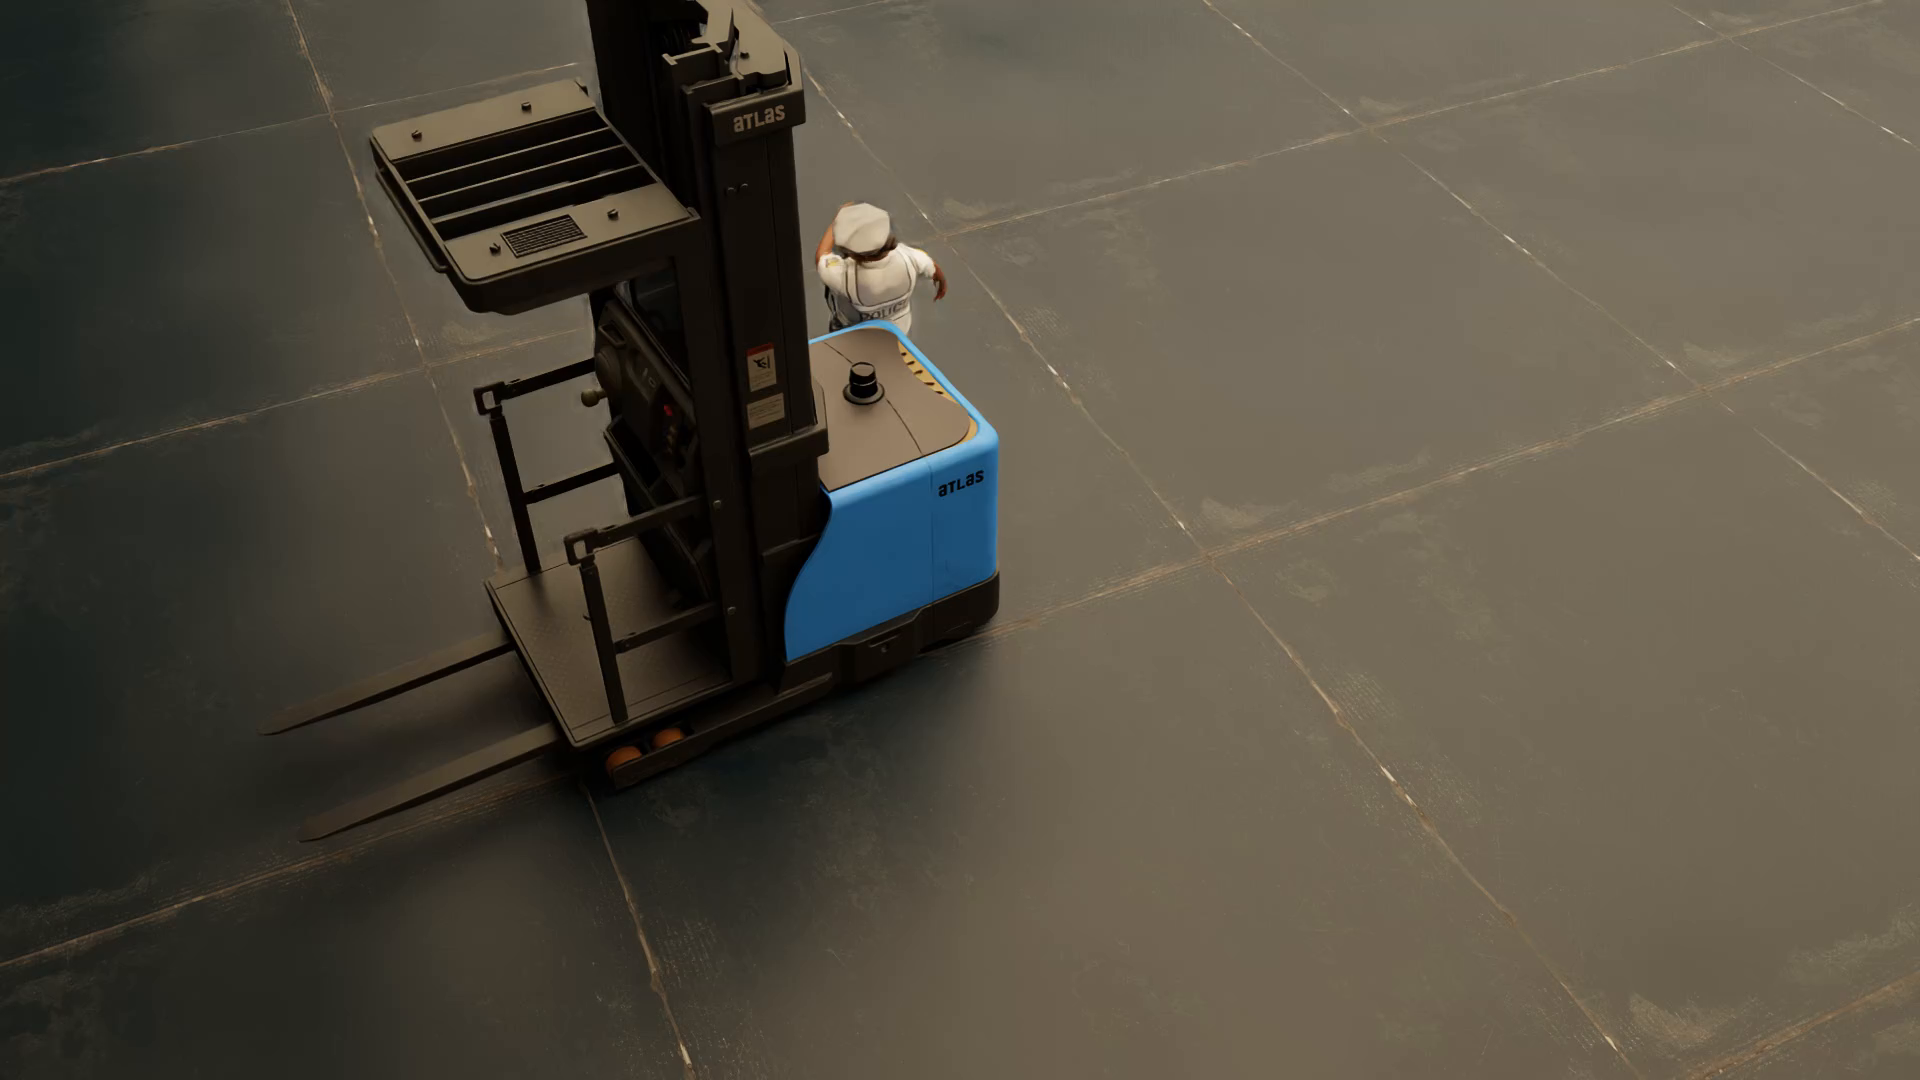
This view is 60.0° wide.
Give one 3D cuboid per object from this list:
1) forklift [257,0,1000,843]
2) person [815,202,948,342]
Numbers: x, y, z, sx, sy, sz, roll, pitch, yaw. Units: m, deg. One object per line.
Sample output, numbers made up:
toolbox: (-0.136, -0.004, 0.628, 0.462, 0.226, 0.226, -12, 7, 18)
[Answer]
forklift: (-1.360, -0.486, 6.201, 3.031, 2.935, 1.130, -22, 47, -22)
person: (-0.351, -1.017, 7.788, 0.798, 1.492, 0.815, -31, 51, -29)
